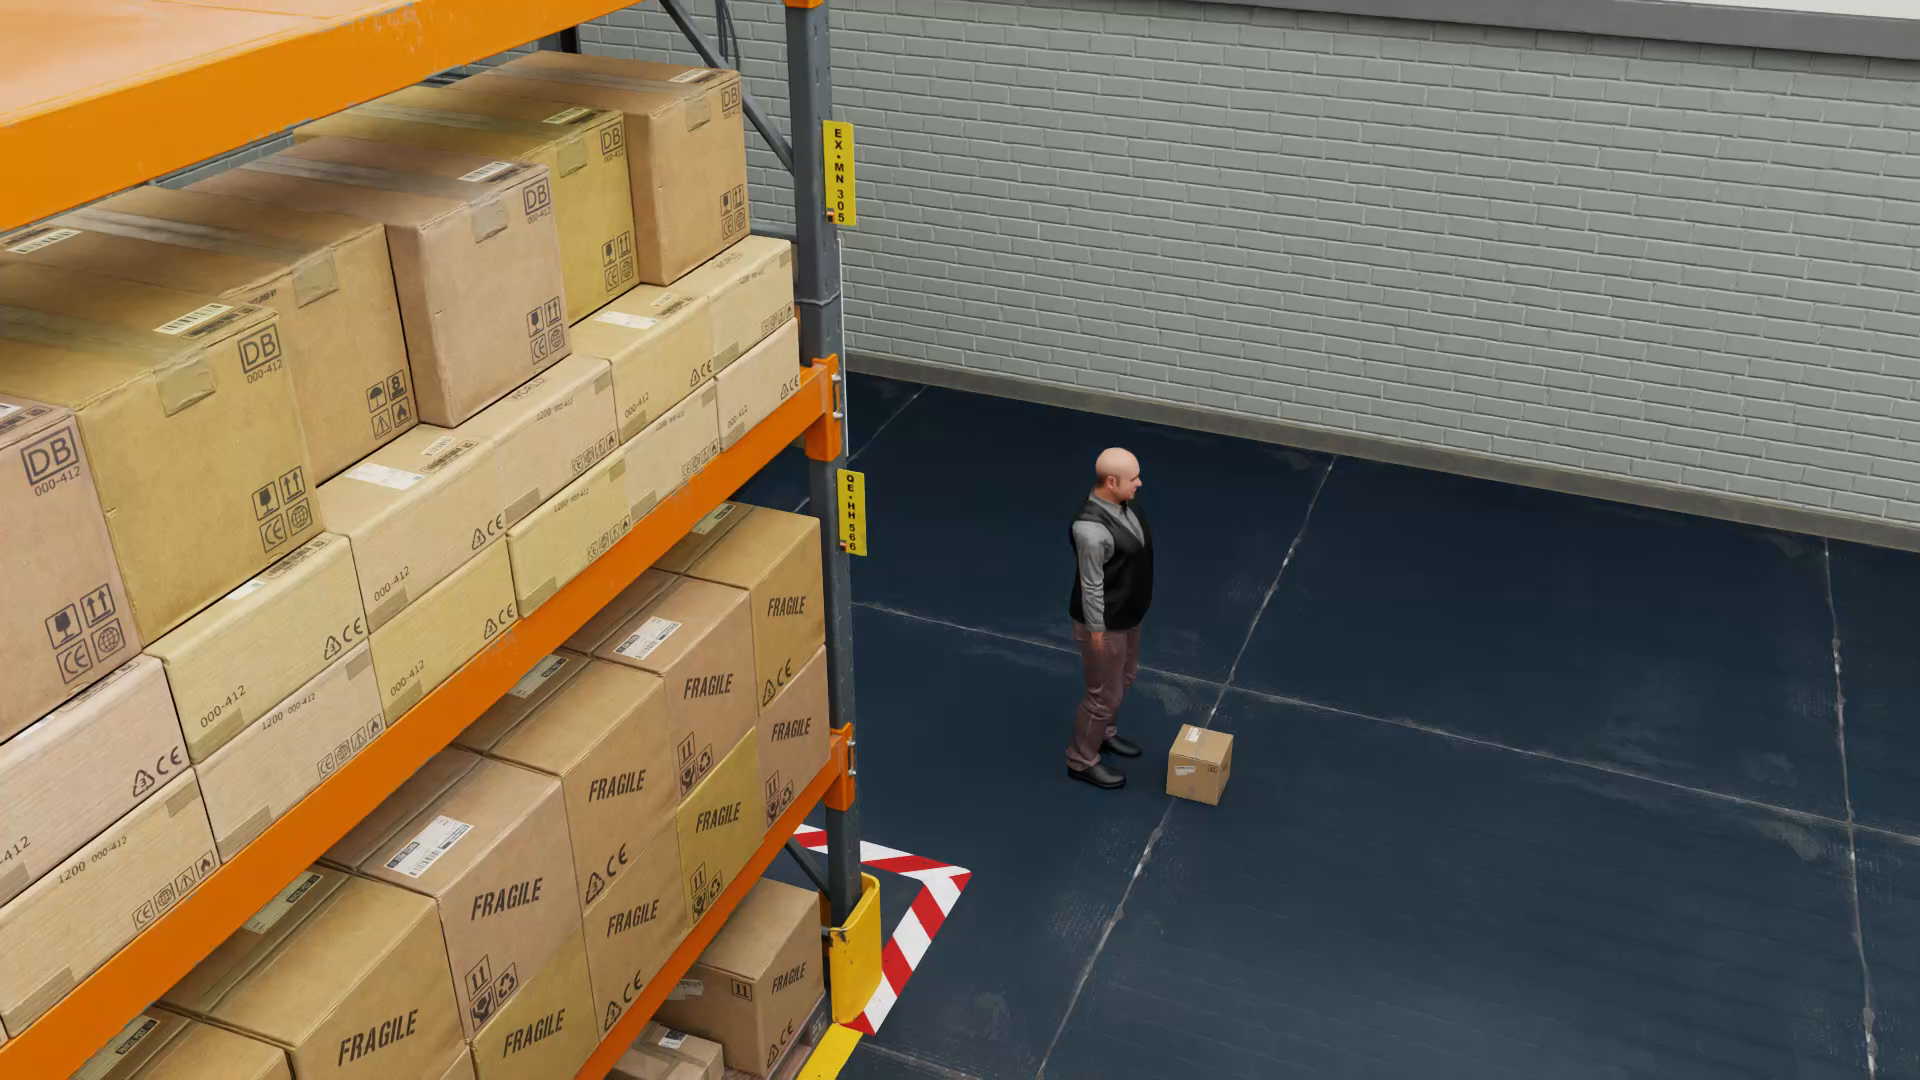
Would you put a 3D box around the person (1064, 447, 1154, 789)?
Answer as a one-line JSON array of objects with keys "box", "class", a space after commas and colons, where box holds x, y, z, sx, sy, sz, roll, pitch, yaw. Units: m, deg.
[{"box": [0.710, 0.351, 7.823, 0.359, 1.724, 0.533, 12, 32, 20], "class": "person"}]
